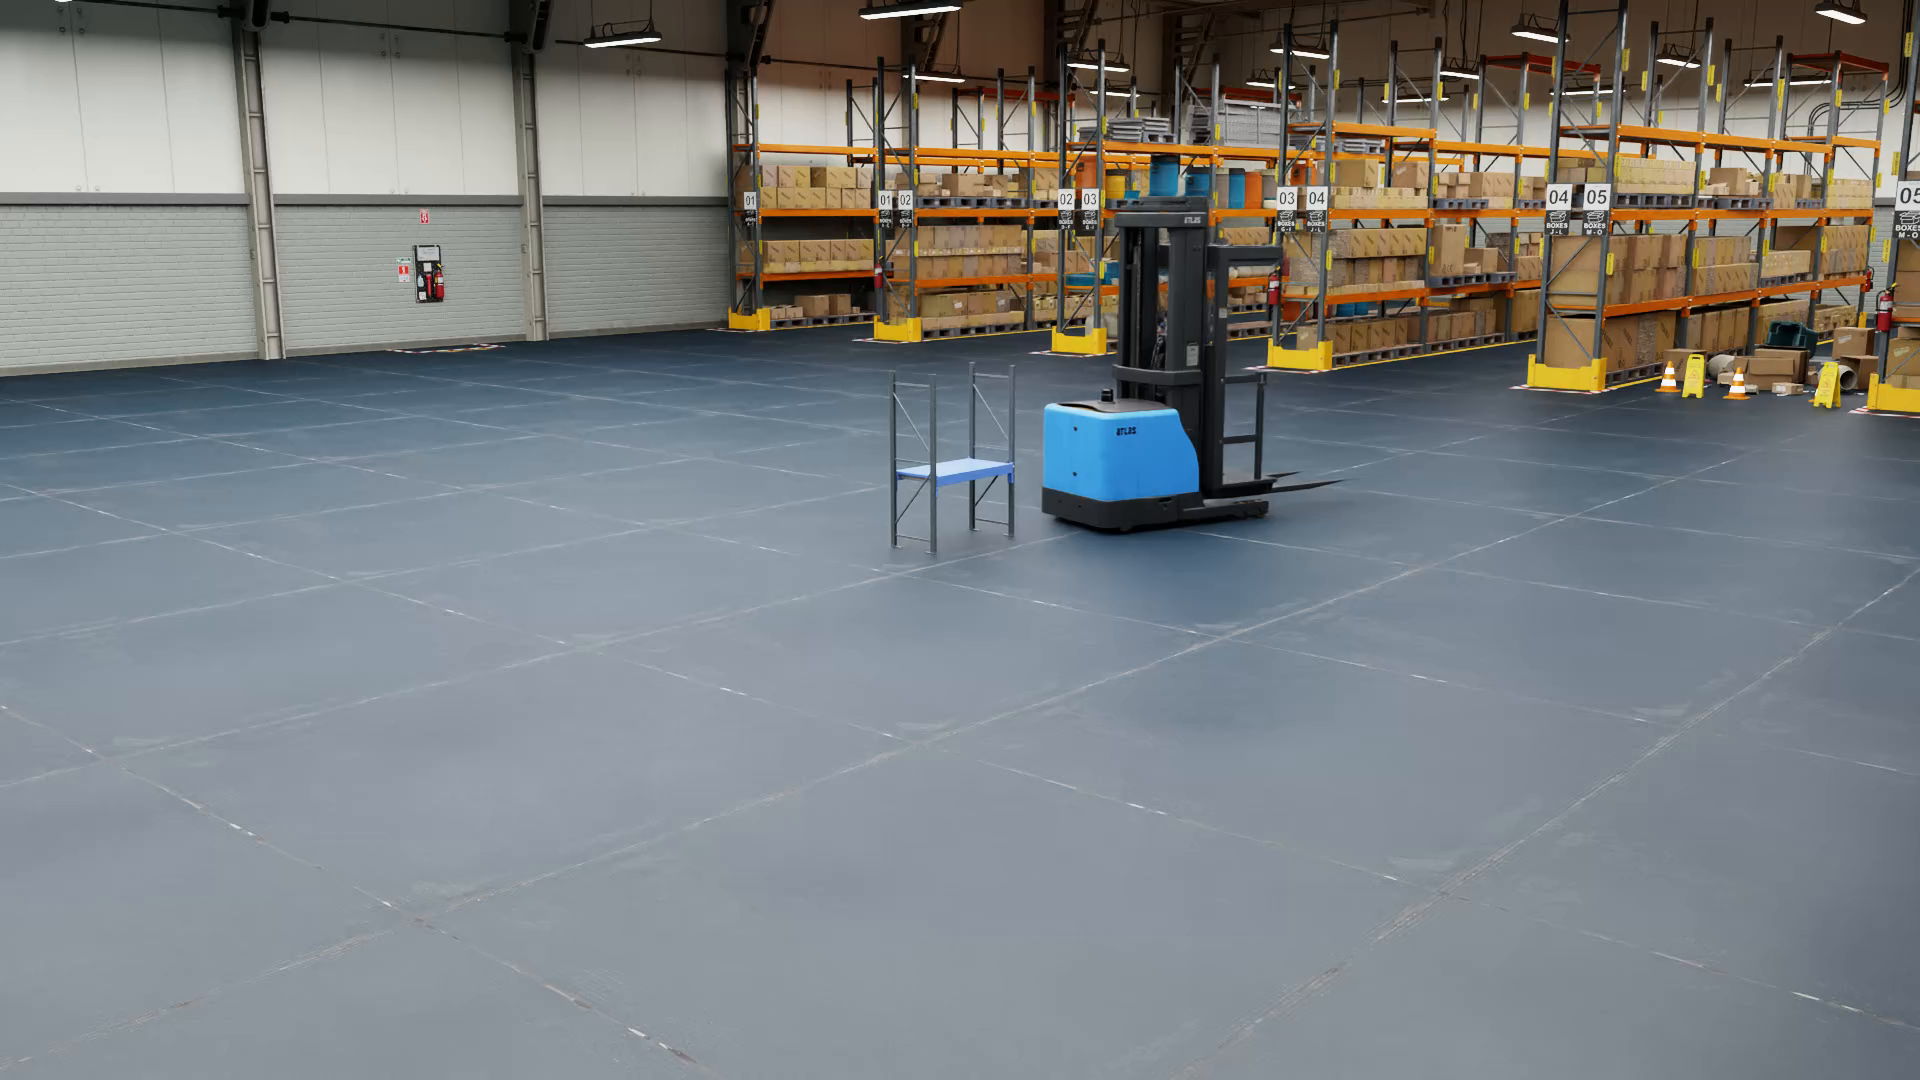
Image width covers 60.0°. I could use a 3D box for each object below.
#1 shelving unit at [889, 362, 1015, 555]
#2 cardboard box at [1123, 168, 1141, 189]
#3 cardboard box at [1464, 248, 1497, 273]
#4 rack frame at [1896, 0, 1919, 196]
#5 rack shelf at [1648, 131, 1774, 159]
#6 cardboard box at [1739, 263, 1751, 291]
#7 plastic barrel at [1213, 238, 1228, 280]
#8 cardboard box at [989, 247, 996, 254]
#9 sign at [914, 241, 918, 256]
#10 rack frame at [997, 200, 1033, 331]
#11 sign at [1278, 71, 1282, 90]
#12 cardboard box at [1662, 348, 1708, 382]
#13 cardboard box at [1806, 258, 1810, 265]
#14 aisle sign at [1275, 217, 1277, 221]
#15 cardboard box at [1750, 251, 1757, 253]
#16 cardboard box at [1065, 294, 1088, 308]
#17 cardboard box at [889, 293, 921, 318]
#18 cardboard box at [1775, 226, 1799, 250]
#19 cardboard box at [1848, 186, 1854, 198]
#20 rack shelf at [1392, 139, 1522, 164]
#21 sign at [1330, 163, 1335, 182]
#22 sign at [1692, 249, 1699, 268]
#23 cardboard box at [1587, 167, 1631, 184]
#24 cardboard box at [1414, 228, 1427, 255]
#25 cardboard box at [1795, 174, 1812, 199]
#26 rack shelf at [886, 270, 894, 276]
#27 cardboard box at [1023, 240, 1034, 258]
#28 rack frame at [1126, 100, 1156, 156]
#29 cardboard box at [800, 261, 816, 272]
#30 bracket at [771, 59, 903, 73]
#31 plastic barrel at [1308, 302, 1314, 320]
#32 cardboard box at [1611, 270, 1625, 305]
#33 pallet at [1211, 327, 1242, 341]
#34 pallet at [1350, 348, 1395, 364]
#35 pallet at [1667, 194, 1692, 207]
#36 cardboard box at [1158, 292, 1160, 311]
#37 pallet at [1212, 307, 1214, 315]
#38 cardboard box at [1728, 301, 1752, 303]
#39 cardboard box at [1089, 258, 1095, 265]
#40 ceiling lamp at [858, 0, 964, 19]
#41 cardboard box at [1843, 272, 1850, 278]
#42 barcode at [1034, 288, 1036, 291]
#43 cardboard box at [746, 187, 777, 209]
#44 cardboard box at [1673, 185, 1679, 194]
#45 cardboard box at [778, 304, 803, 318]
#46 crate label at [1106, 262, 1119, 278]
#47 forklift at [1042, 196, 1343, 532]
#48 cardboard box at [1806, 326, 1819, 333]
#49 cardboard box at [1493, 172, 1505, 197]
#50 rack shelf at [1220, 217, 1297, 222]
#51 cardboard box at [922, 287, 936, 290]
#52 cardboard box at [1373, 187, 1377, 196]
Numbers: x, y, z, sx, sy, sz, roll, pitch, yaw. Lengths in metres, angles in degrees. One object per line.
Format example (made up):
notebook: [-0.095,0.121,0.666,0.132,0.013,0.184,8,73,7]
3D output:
shelving unit: [-0.056,-0.723,14.251,0.538,1.500,1.048,10,15,40]
cardboard box: [4.221,-9.112,41.956,0.500,0.500,0.500,10,15,40]
cardboard box: [10.747,-5.832,34.675,0.500,0.500,0.700,-9,15,-39]
rack frame: [13.530,-6.240,22.730,1.000,3.000,0.127,10,15,40]
rack shelf: [13.706,-7.199,30.389,1.077,0.370,4.000,10,15,40]
cardboard box: [14.600,-4.976,31.458,0.500,0.500,0.500,10,15,40]
plastic barrel: [5.488,-6.072,35.924,0.600,0.901,0.708,10,15,40]
cardboard box: [0.596,-6.600,37.933,0.380,0.149,0.250,10,15,40]
sign: [-0.940,-6.252,35.691,0.100,0.325,0.005,10,15,40]
rack frame: [1.288,-6.450,39.094,1.000,3.000,0.127,10,15,40]
sign: [5.682,-8.132,29.412,0.100,0.325,0.005,10,15,40]
cardboard box: [12.132,-2.927,27.830,0.500,0.500,0.500,-9,14,-38]
cardboard box: [17.552,-5.834,34.820,0.380,0.149,0.250,10,15,42]
aisle sign: [9.033,-9.538,47.919,0.394,0.787,0.004,10,15,40]
cardboard box: [16.208,-5.875,34.266,0.380,0.149,0.250,11,15,42]
cardboard box: [2.761,-5.837,40.544,0.500,0.311,0.500,10,15,42]
cardboard box: [-1.222,-5.204,36.890,0.500,0.500,0.500,10,15,40]
cardboard box: [17.773,-6.479,35.671,0.500,0.500,0.500,9,14,38]
cardboard box: [19.175,-7.596,36.284,0.500,0.250,0.500,9,14,38]
rack shelf: [10.047,-7.856,33.674,1.077,0.370,4.000,10,15,40]
sign: [6.494,-6.409,29.002,0.100,0.325,0.005,10,15,40]
sign: [12.803,-4.904,28.943,0.100,0.325,0.005,10,15,40]
cardboard box: [10.256,-5.760,26.277,0.500,0.250,0.500,10,15,40]
cardboard box: [8.636,-5.752,32.032,0.500,0.500,0.500,10,15,40]
cardboard box: [17.334,-7.374,34.734,0.700,0.500,0.500,10,15,40]
rack shelf: [-1.116,-7.031,43.842,1.077,0.370,4.000,10,15,40]
cardboard box: [1.736,-8.148,46.529,0.500,0.500,0.500,10,15,42]
rack frame: [5.485,-11.797,50.550,1.000,3.000,0.127,10,15,40]
cardboard box: [-3.843,-6.621,40.281,0.500,0.250,0.500,9,15,39]
bracket: [-3.023,-11.817,41.461,0.076,0.066,4.783,10,15,40]
plastic barrel: [8.262,-5.552,39.879,0.421,0.512,0.421,0,11,0]
cardboard box: [10.303,-4.141,27.154,0.875,0.550,0.550,10,15,40]
pallet: [5.495,-4.562,36.761,1.003,0.211,1.213,10,15,40]
pallet: [7.504,-3.517,31.531,1.003,0.211,1.213,10,15,40]
pallet: [11.838,-5.821,28.512,1.003,0.211,1.213,10,15,40]
cardboard box: [4.784,-6.136,42.782,0.500,0.500,0.500,9,14,38]
pallet: [6.060,-6.135,44.636,1.003,0.211,1.213,10,15,40]
cardboard box: [15.953,-4.732,33.887,0.500,0.250,0.500,10,15,42]
cardboard box: [3.192,-6.888,41.516,0.500,0.311,0.500,10,15,40]
ceiling lamp: [-0.959,-9.830,25.798,2.000,3.185,0.800,10,15,40]
cardboard box: [19.610,-5.924,37.103,0.380,0.149,0.250,9,14,38]
barcode: [1.769,-5.894,39.120,0.001,0.075,0.075,10,15,40]
cardboard box: [-4.668,-8.048,39.130,0.500,0.500,0.500,10,15,42]
cardboard box: [11.881,-5.907,28.033,0.380,0.149,0.250,10,15,41]
cardboard box: [-4.176,-5.572,40.443,0.500,0.311,0.500,-11,15,-43]
crate label: [3.377,-5.543,34.466,0.502,0.435,0.616,10,15,40]
forklift: [2.281,-1.704,15.507,3.031,2.935,1.130,-7,13,-31]
cardboard box: [18.148,-4.509,35.585,0.380,0.149,0.250,9,14,38]
cardboard box: [10.909,-7.343,34.374,0.500,0.500,0.500,10,15,40]
rack shelf: [7.889,-9.039,46.237,1.077,0.370,4.000,10,15,40]
cardboard box: [-0.991,-6.771,44.047,0.500,0.250,0.500,10,15,40]
cardboard box: [7.455,-6.413,30.617,0.380,0.149,0.250,10,15,40]
